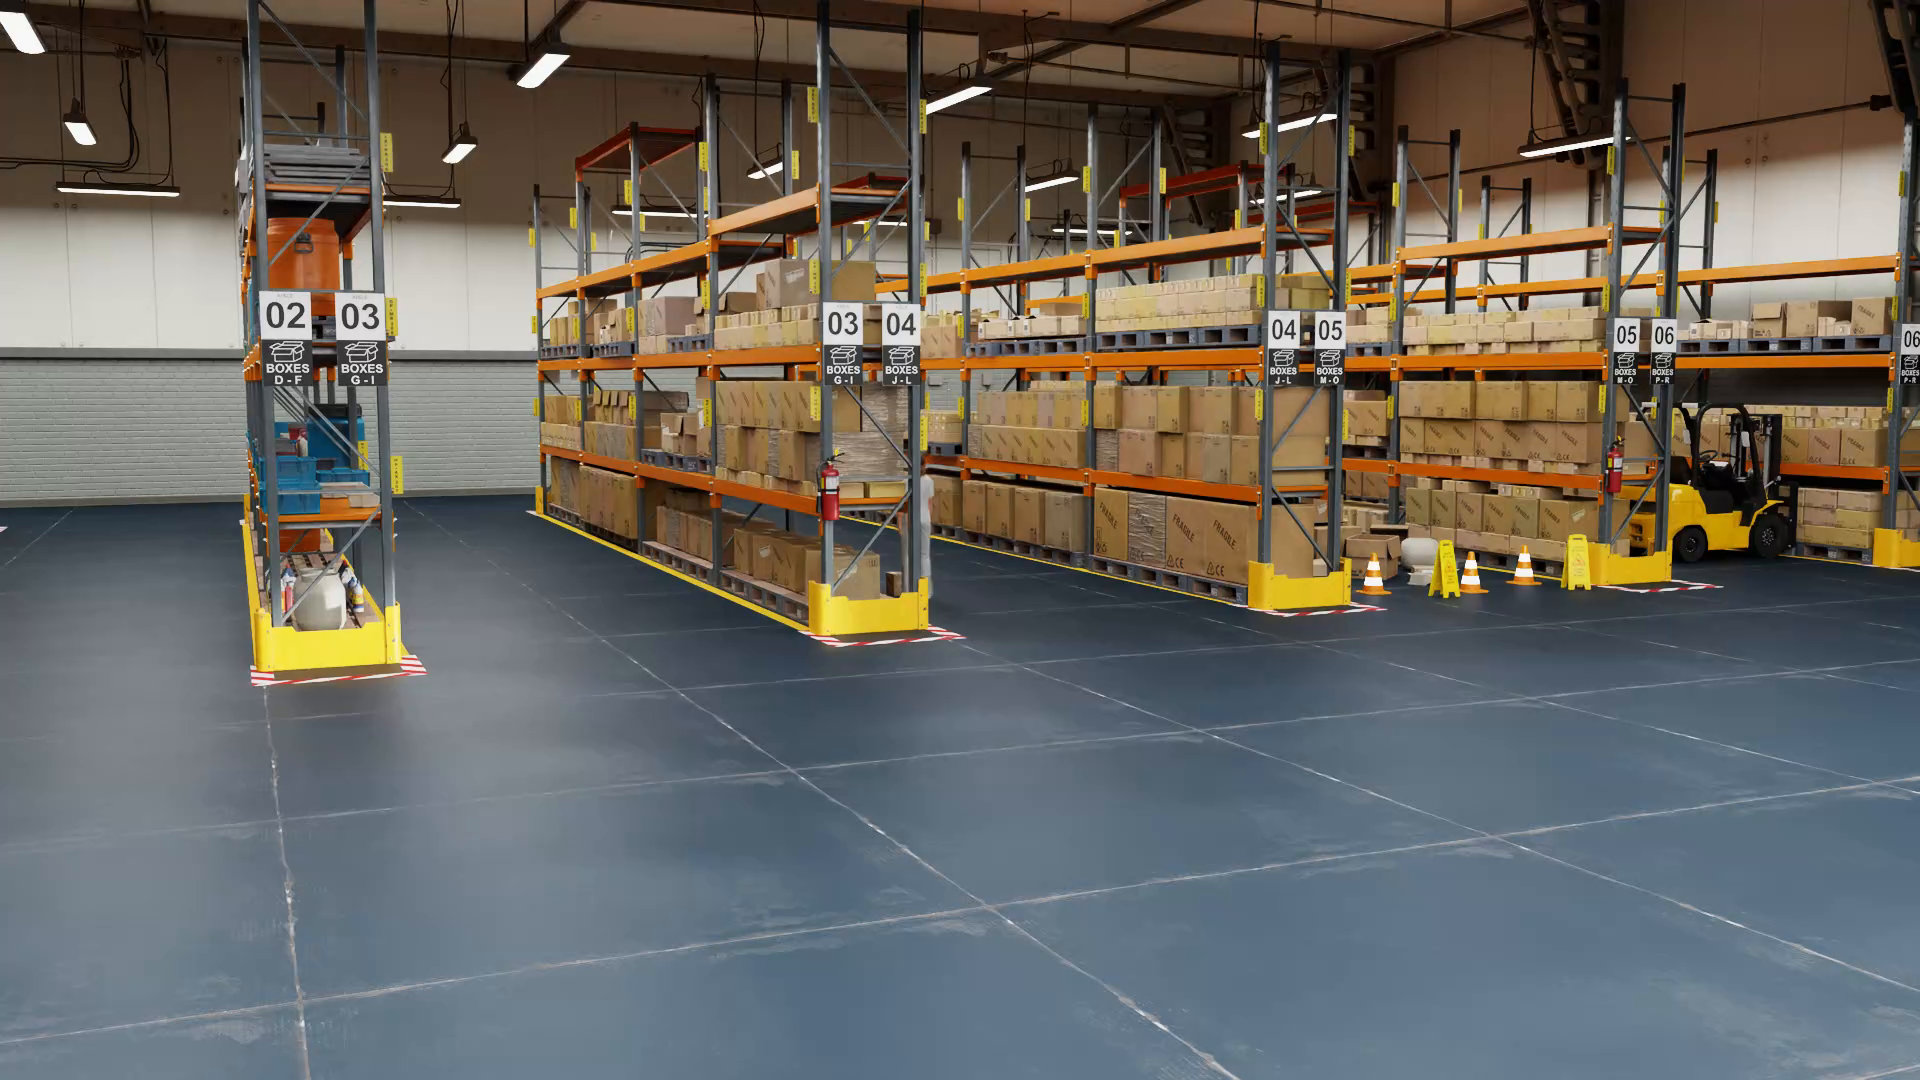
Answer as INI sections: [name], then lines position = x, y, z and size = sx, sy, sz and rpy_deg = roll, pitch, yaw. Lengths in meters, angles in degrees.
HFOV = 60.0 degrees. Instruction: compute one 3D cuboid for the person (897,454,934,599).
[person]
position = -0.504, -0.149, 18.672
size = 0.437, 1.689, 0.374
rpy_deg = -2, 6, -23
